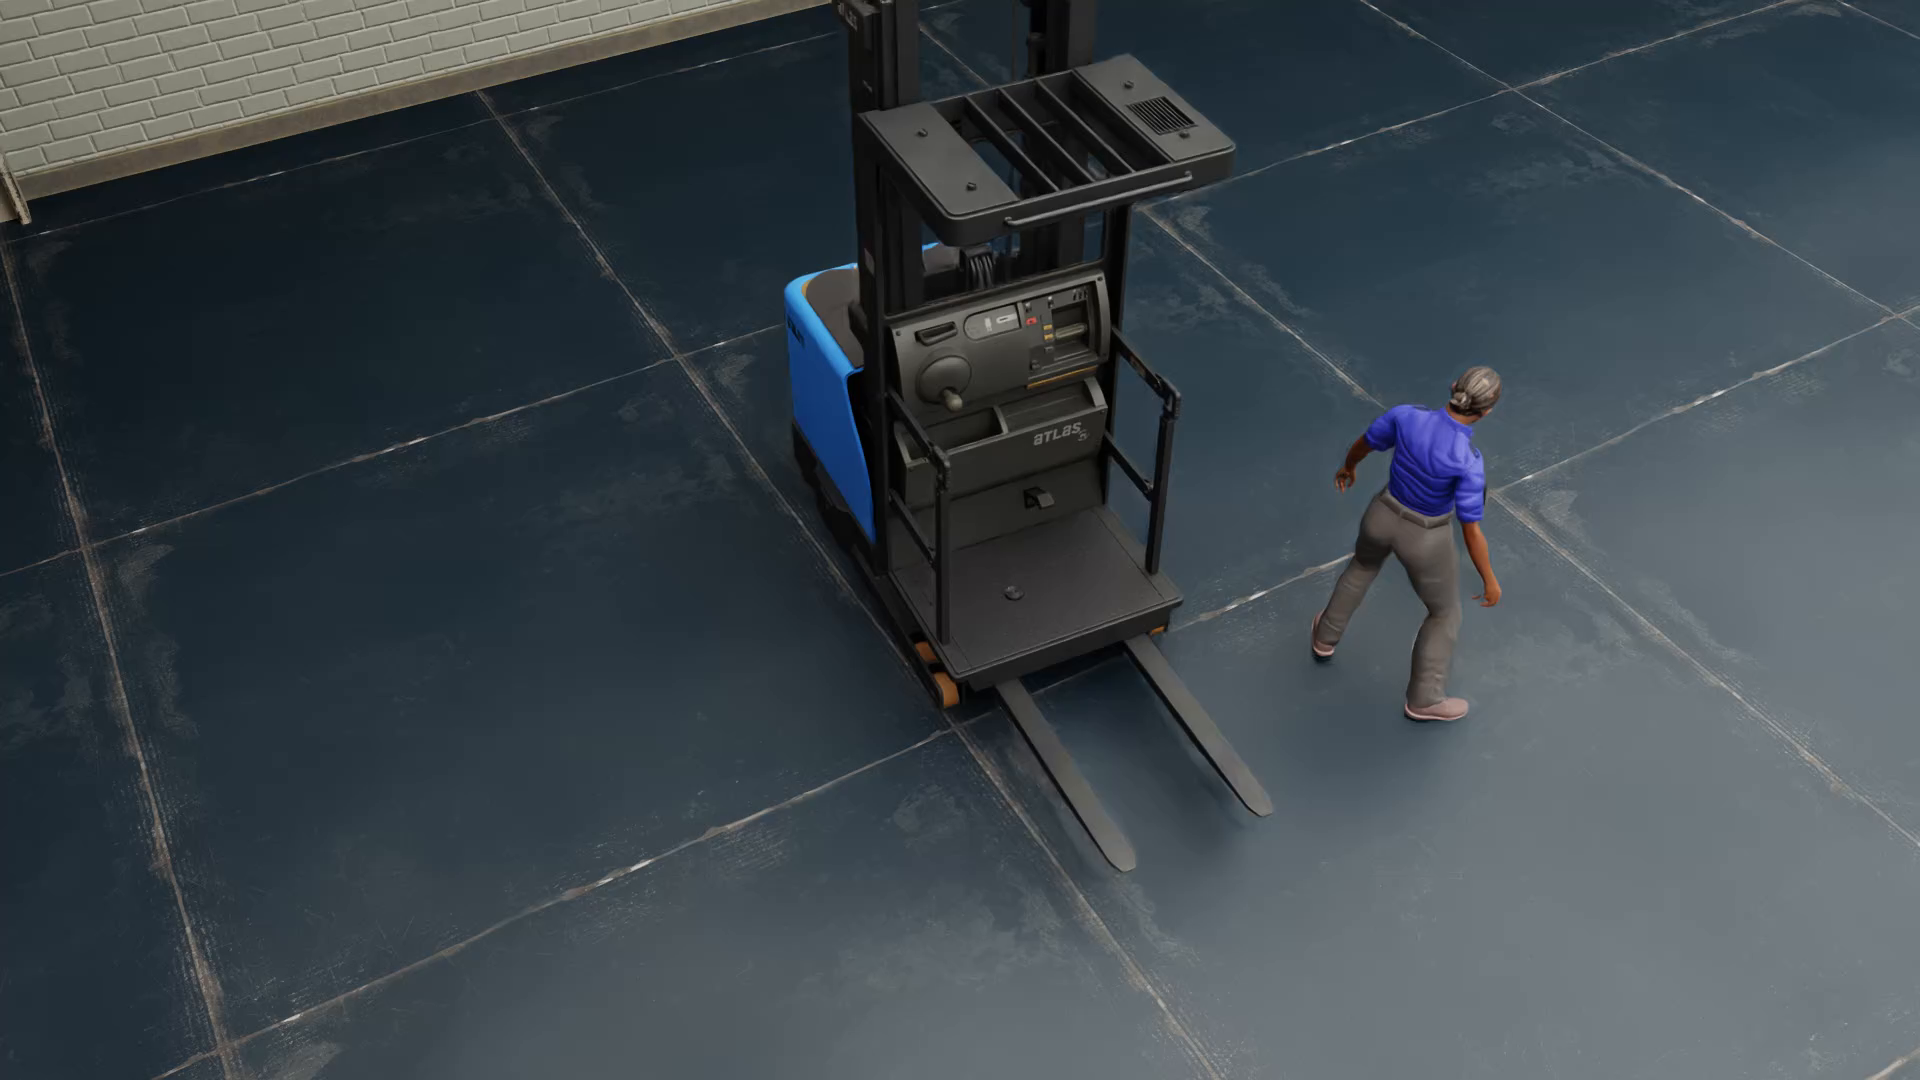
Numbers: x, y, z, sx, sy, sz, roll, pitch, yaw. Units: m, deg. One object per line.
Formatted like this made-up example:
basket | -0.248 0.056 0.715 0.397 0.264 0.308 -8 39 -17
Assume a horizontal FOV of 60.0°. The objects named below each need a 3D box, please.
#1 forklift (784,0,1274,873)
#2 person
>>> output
forklift | 0.265 -0.700 6.453 1.130 2.935 3.031 -18 46 -18
person | 1.851 -0.027 6.738 0.374 1.603 0.849 -31 51 -29
